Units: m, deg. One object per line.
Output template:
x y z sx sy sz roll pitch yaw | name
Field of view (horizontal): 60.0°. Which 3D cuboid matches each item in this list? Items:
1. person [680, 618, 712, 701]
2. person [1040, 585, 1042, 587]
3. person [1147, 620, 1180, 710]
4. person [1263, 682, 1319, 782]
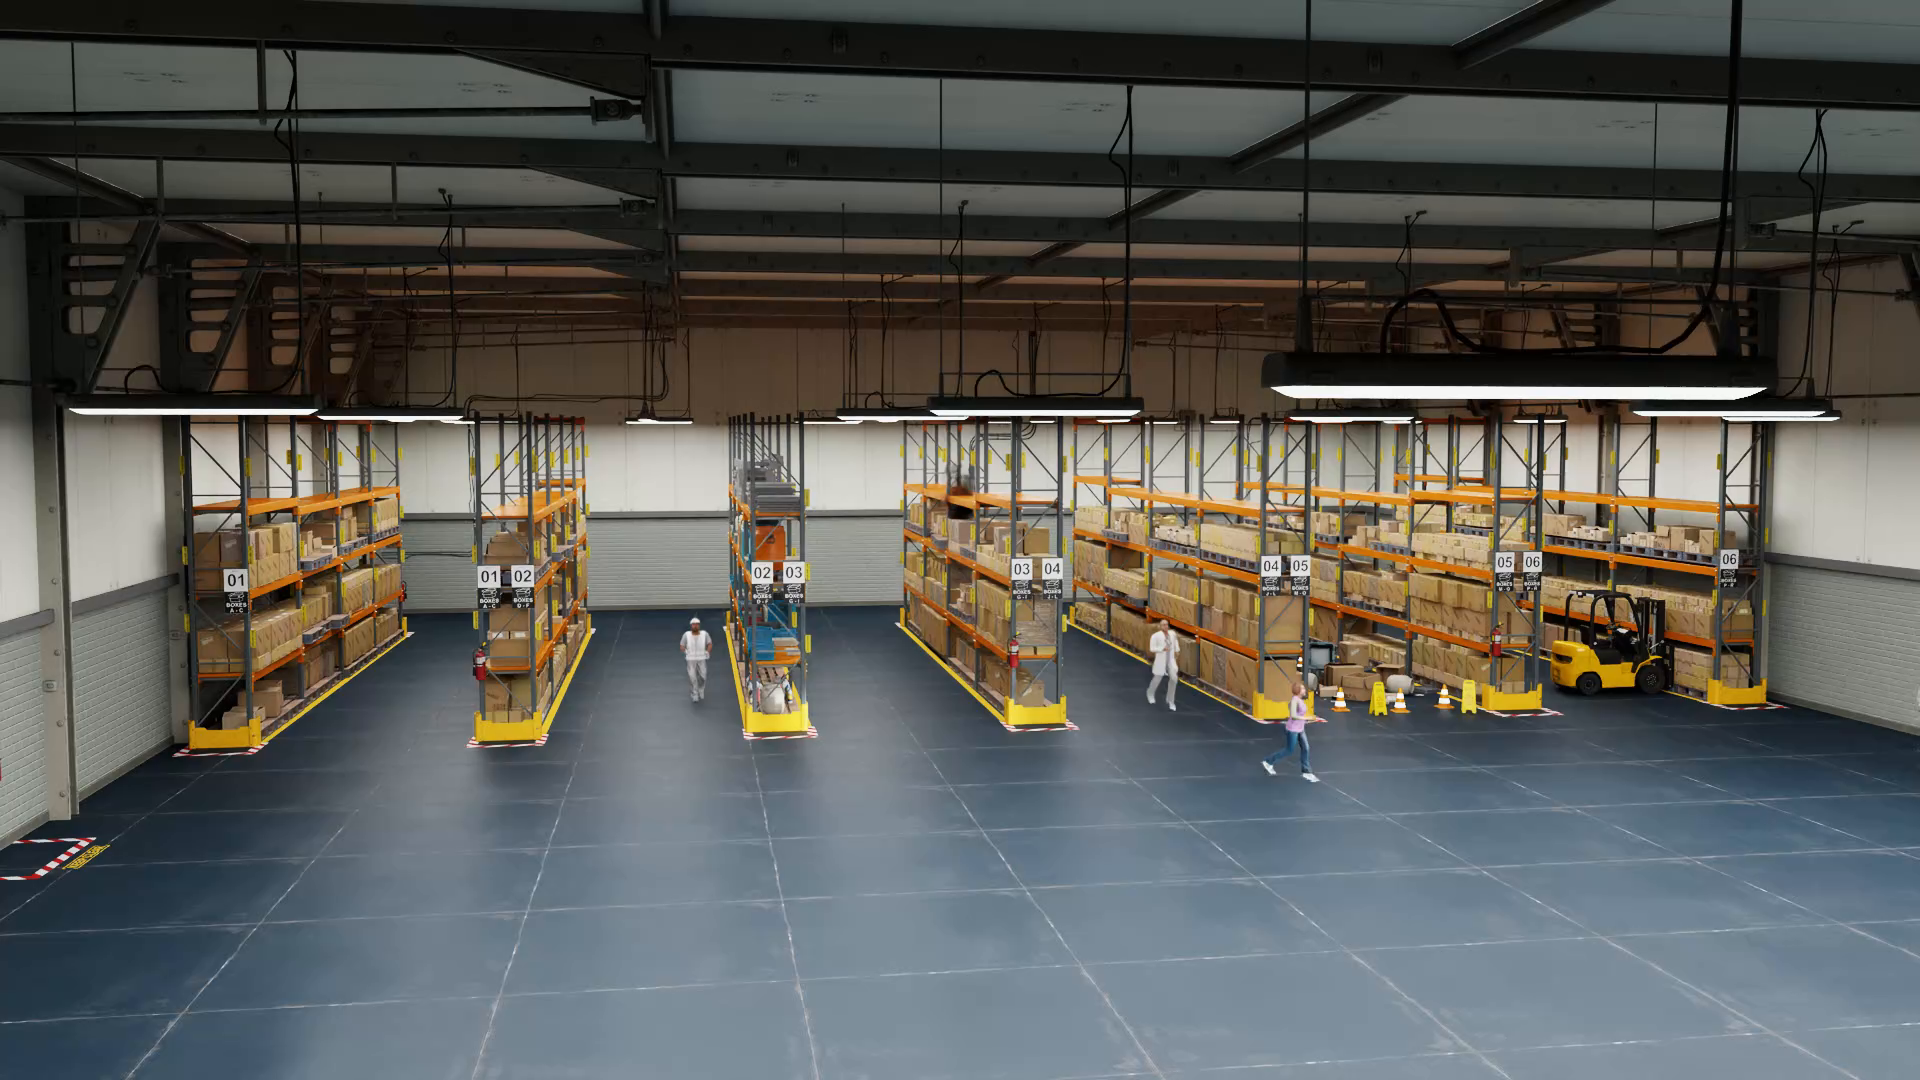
-5.472 2.496 34.527 0.669 1.737 0.589 -1 4 -12 | person
2.425 1.809 45.768 0.697 1.681 1.013 -1 4 -13 | person
4.167 2.530 33.971 0.731 1.836 0.988 -1 4 -16 | person
5.374 3.094 26.918 0.886 1.606 0.540 2 4 26 | person
